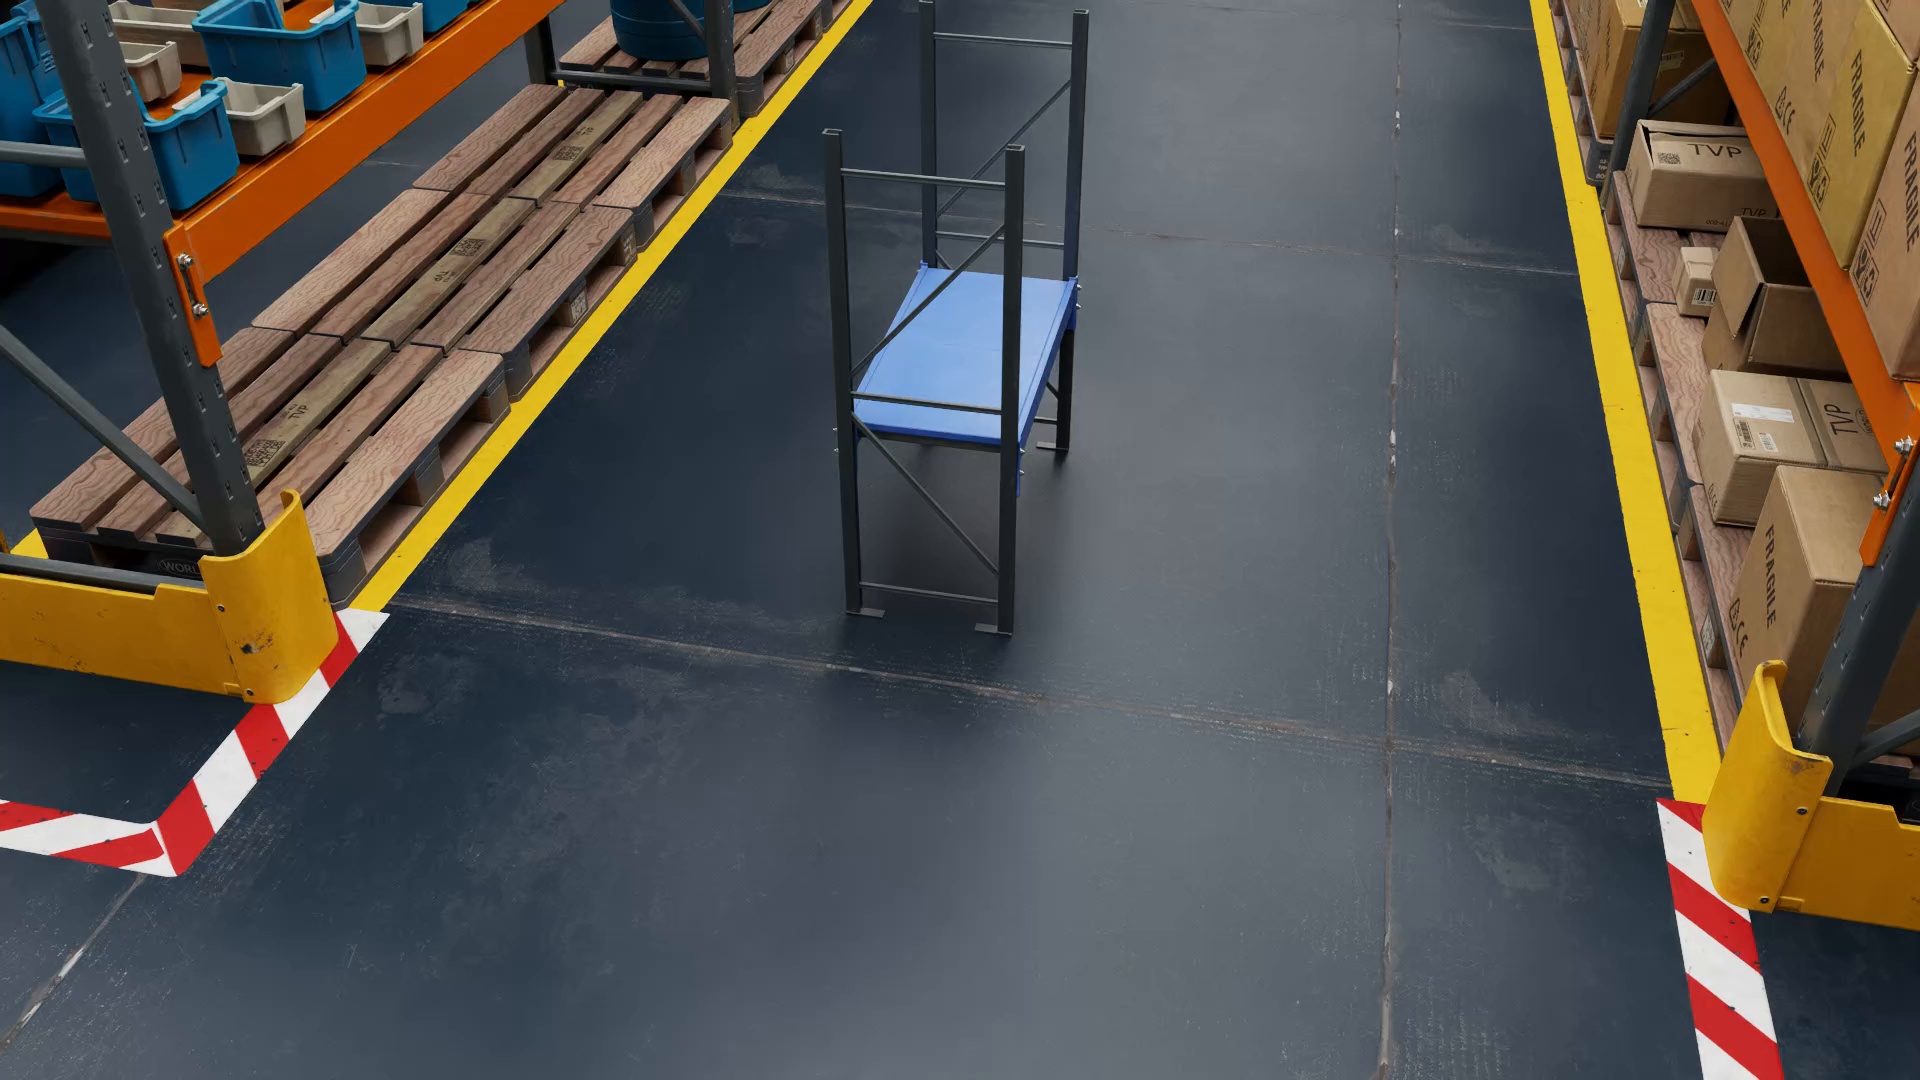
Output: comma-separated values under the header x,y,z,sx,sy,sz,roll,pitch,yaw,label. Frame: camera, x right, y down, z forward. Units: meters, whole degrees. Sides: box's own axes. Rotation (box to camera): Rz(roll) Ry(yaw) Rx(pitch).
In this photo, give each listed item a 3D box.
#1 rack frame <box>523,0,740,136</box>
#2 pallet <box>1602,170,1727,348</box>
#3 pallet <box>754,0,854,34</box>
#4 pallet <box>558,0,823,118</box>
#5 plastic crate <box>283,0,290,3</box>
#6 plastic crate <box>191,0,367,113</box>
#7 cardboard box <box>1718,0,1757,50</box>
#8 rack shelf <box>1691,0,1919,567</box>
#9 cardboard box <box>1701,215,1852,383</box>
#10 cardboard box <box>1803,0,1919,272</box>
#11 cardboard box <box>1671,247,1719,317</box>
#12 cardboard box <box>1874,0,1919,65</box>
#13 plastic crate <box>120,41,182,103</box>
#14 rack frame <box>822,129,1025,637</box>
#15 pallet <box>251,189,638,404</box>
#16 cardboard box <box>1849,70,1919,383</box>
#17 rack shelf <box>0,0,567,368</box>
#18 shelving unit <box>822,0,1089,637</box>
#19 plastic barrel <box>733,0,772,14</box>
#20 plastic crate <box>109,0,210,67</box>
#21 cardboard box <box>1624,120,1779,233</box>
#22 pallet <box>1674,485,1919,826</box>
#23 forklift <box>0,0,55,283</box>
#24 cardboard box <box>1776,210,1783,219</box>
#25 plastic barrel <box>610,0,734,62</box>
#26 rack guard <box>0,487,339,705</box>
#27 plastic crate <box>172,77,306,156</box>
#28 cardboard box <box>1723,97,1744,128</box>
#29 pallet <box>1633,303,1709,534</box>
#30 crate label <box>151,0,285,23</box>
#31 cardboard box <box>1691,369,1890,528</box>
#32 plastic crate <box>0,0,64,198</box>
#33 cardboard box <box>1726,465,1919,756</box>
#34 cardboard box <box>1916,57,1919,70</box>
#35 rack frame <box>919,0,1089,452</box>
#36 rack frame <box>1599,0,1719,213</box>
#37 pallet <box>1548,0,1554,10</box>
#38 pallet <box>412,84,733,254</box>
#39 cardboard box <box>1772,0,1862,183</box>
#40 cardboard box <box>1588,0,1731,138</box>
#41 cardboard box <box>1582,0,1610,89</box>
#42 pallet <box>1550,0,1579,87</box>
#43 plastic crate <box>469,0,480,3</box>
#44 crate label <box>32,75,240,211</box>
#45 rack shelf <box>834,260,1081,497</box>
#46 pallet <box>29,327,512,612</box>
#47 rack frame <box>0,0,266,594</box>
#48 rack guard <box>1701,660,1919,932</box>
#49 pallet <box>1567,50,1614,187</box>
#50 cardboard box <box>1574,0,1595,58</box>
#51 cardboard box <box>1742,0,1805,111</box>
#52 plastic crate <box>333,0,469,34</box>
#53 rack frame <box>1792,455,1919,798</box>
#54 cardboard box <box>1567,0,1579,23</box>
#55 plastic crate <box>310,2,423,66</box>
x,y,z,sx,sy,sz,roll,pitch,yaw,label
-1.557,-3.229,7.149,1.000,3.000,0.127,7,37,10,rack frame
3.134,-1.083,6.565,1.003,0.211,1.213,7,37,10,pallet
-1.093,-3.239,9.539,1.003,0.211,1.213,7,37,10,pallet
-1.351,-2.537,8.571,1.003,0.211,1.213,7,37,10,pallet
-2.257,-1.843,5.410,0.298,0.136,0.250,7,37,10,plastic crate
-1.896,-1.370,4.676,0.416,0.233,0.300,7,37,10,plastic crate
2.691,-1.808,5.103,0.500,0.500,0.500,7,37,10,cardboard box
2.854,-1.168,4.919,1.077,0.370,4.000,7,37,10,rack shelf
2.885,-0.696,5.406,0.797,0.503,0.637,7,37,10,cardboard box
2.364,-0.942,3.909,0.500,0.500,0.500,8,37,10,cardboard box
2.805,-0.926,6.011,0.380,0.166,0.250,7,37,10,cardboard box
2.360,-1.338,3.602,0.500,0.500,0.500,8,37,11,cardboard box
-2.414,-1.344,4.721,0.396,0.136,0.243,7,37,10,plastic crate
-0.090,-0.365,4.475,0.500,1.500,0.032,7,37,10,rack frame
-1.935,-0.972,6.411,1.003,0.211,1.213,7,37,10,pallet
2.257,-0.644,3.498,0.500,0.500,0.500,8,37,11,cardboard box
-1.984,-1.791,5.778,1.077,0.370,4.000,7,37,10,rack shelf
0.018,-0.656,4.877,0.538,1.500,1.048,7,37,10,shelving unit
-1.273,-3.265,8.629,0.600,0.901,0.708,7,37,10,plastic barrel
-2.338,-1.508,4.948,0.396,0.136,0.243,7,37,10,plastic crate
2.980,-1.482,6.655,0.500,0.311,0.500,7,37,10,cardboard box
2.612,0.316,4.635,1.003,0.211,1.213,7,37,10,pallet
-4.154,-2.665,6.429,1.130,2.935,3.031,7,36,9,forklift
3.437,-1.410,6.394,0.500,0.500,0.500,7,37,10,cardboard box
-1.424,-2.859,8.069,0.600,0.901,0.708,7,37,10,plastic barrel
-2.404,0.092,4.697,1.175,0.500,0.348,7,37,10,rack guard
-1.888,-1.127,4.423,0.250,0.136,0.298,7,37,10,plastic crate
3.623,-2.019,7.235,0.500,0.500,0.500,6,36,8,cardboard box
2.875,-0.382,5.597,1.003,0.211,1.213,7,37,10,pallet
-2.302,-1.671,5.173,0.396,0.136,0.243,7,37,10,crate label
2.535,-0.261,5.022,0.500,0.250,0.500,7,37,10,cardboard box
-2.522,-1.190,4.254,0.616,0.435,0.499,7,37,10,plastic crate
2.302,0.179,4.203,0.500,0.500,0.500,7,37,10,cardboard box
2.253,-1.048,3.202,0.500,0.500,0.500,7,37,10,cardboard box
0.127,-0.948,5.279,0.500,1.500,0.032,7,37,10,rack frame
3.281,-2.606,6.290,1.000,3.000,0.127,7,37,10,rack frame
3.939,-3.347,9.688,1.003,0.211,1.213,7,37,10,pallet
-1.676,-1.674,7.379,1.003,0.211,1.213,7,37,10,pallet
2.476,-1.227,4.302,0.500,0.500,0.500,8,37,10,cardboard box
3.107,-2.091,7.334,0.500,0.500,0.500,7,37,10,cardboard box
3.220,-2.373,7.724,0.500,0.500,0.500,7,37,10,cardboard box
3.676,-2.649,8.726,1.003,0.211,1.213,7,37,10,pallet
-1.692,-1.920,5.434,0.416,0.233,0.300,7,37,10,plastic crate
-2.037,-0.993,4.155,0.416,0.233,0.303,7,37,10,crate label
0.018,-0.511,4.983,0.538,0.185,1.000,7,37,10,rack shelf
-2.197,-0.275,5.449,1.003,0.211,1.213,7,37,10,pallet
-2.411,-0.936,3.985,1.000,3.000,0.127,7,37,10,rack frame
2.443,0.656,3.919,1.175,0.500,0.348,7,37,10,rack guard
3.418,-1.948,7.758,1.003,0.211,1.213,7,37,10,pallet
3.328,-2.661,8.120,0.500,0.500,0.500,8,37,11,cardboard box
2.584,-1.516,4.701,0.500,0.500,0.500,7,36,9,cardboard box
-1.756,-1.747,5.197,0.416,0.233,0.300,7,37,10,plastic crate
2.427,-0.313,3.126,1.000,3.000,0.127,7,37,10,rack frame
3.434,-2.952,8.523,0.500,0.500,0.500,6,36,8,cardboard box
-1.743,-1.516,4.959,0.250,0.136,0.298,7,37,10,plastic crate
